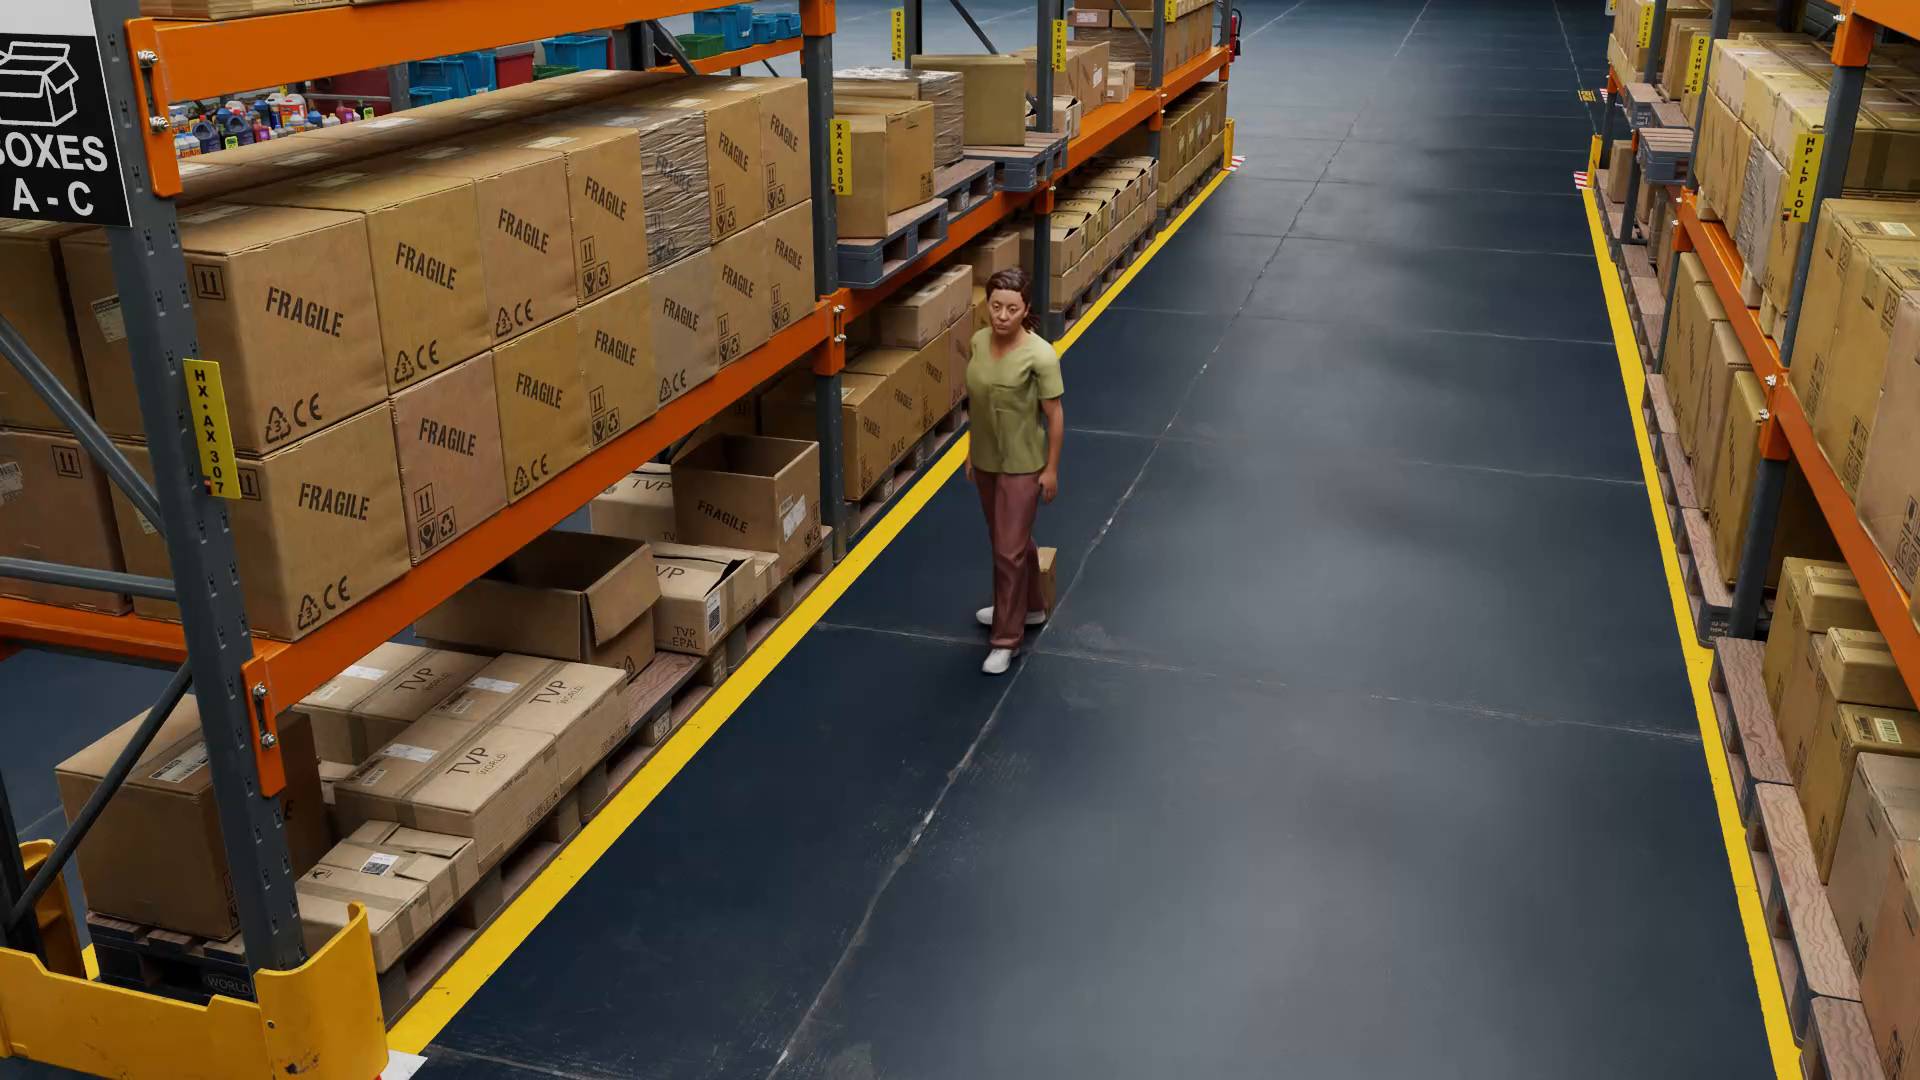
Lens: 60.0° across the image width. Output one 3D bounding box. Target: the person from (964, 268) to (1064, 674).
[{"bbox_3d":[0.207,-0.312,6.870,0.477,1.666,0.568,20,29,40],"label":"person"}]
